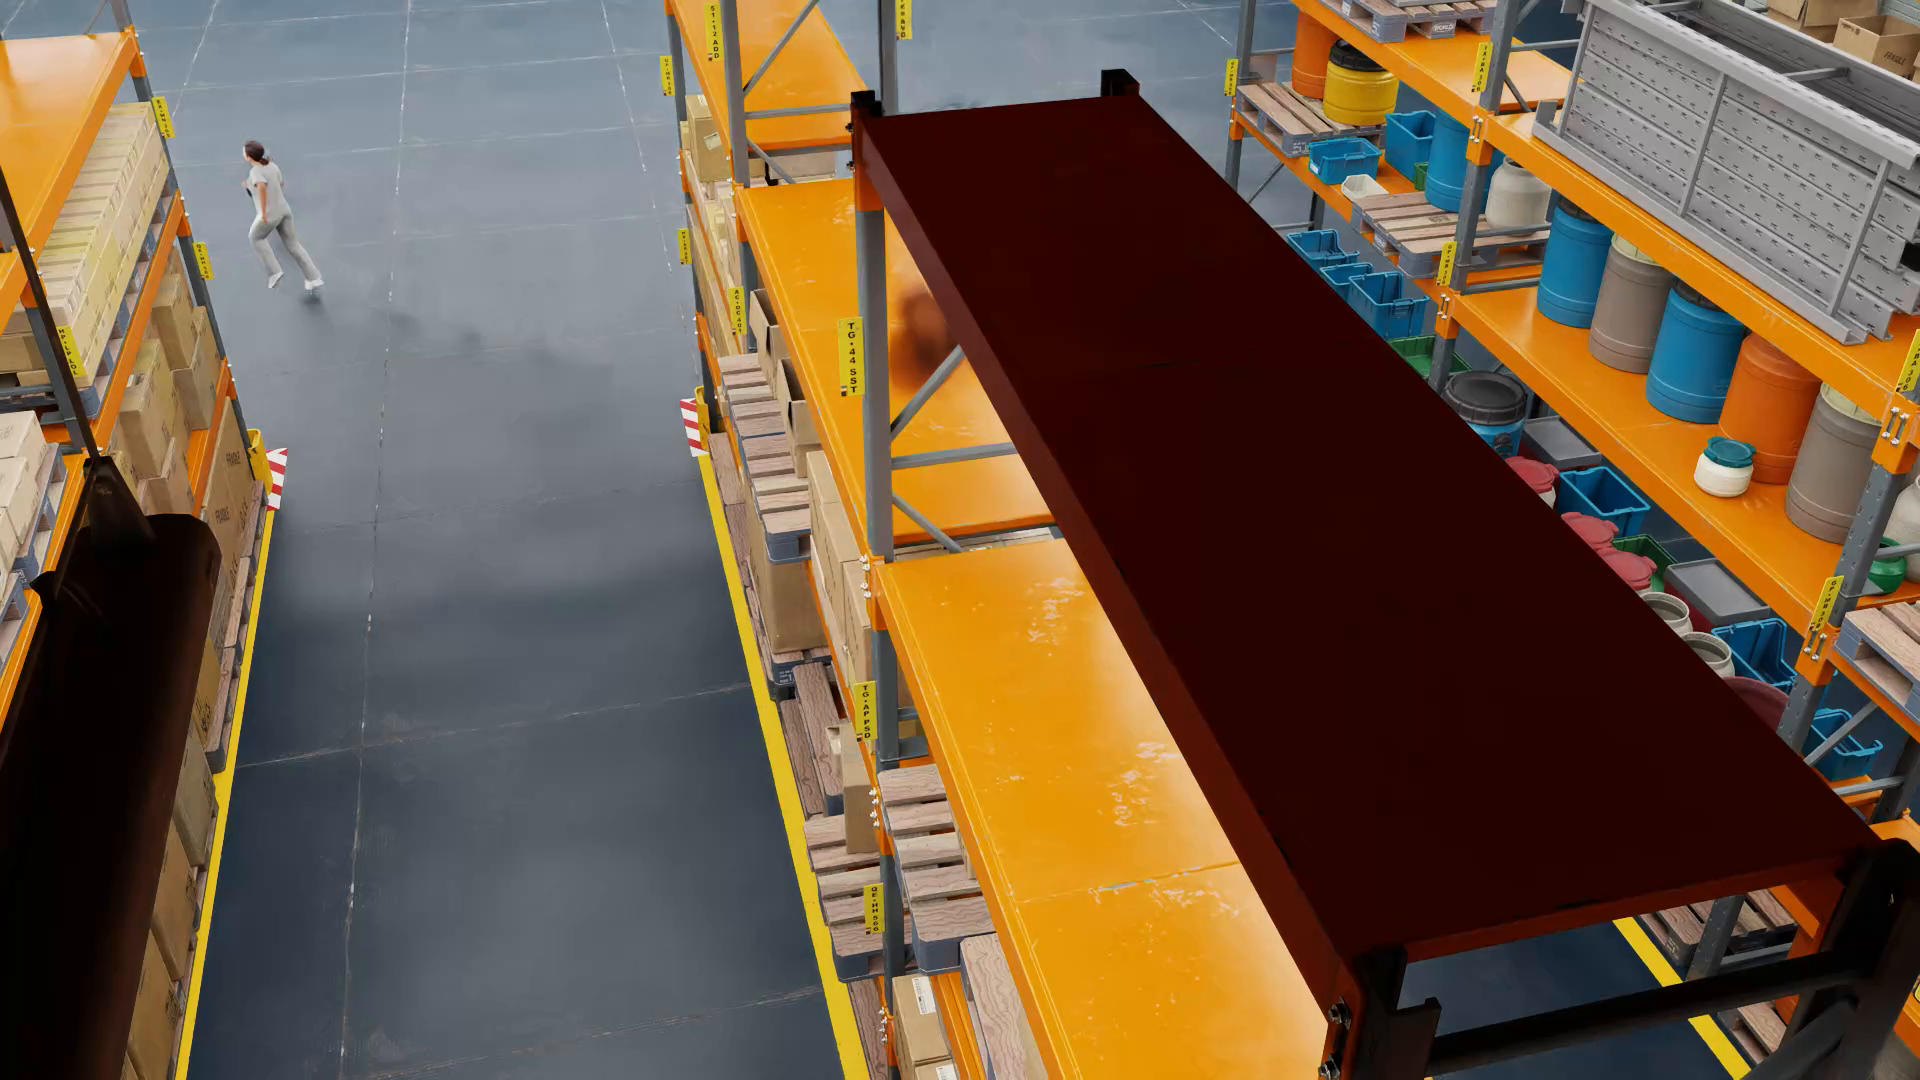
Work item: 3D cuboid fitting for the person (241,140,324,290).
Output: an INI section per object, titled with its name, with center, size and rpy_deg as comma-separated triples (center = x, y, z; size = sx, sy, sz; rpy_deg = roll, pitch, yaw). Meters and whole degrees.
[person]
center = -7.193, -3.373, 17.554
size = 0.836, 1.701, 0.586
rpy_deg = 13, 36, 18
